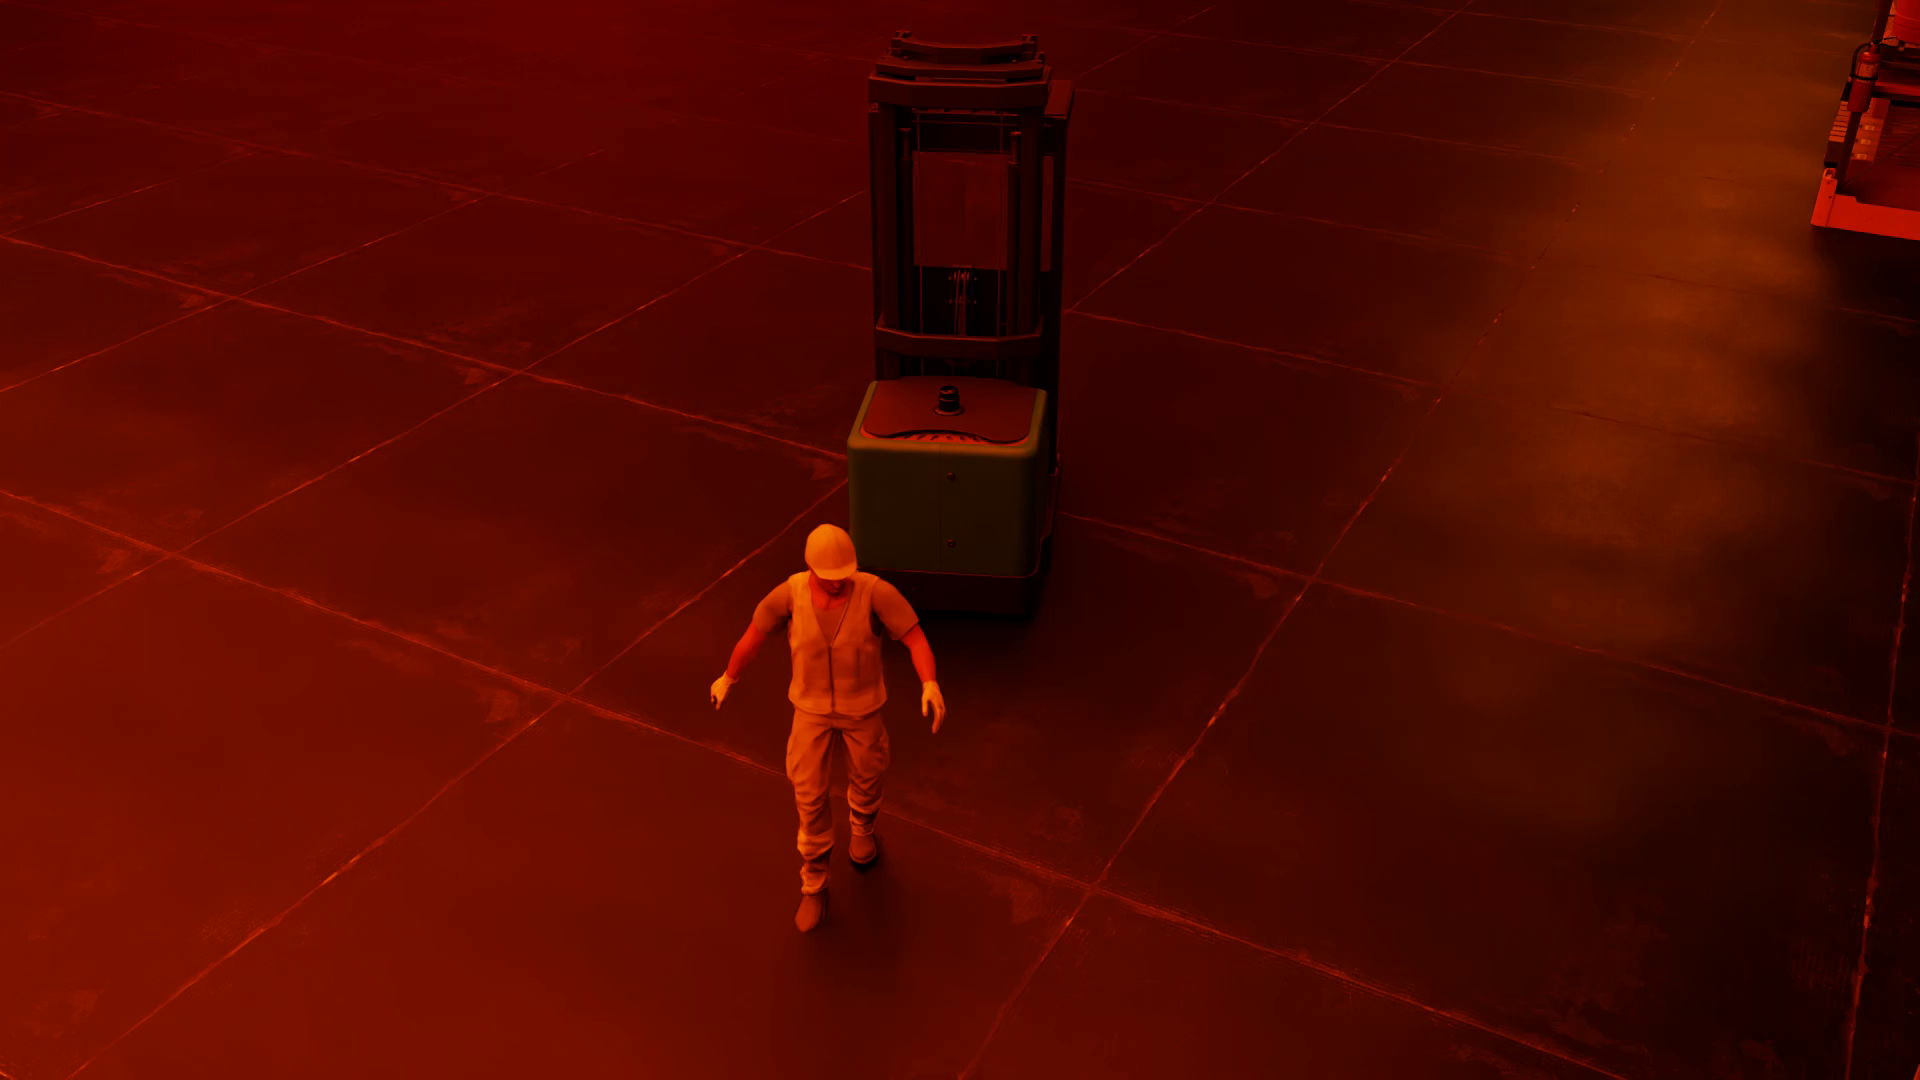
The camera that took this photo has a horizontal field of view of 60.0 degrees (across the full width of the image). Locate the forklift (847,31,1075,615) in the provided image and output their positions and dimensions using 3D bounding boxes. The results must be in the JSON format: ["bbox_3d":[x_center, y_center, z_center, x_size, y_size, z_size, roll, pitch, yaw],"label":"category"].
[{"bbox_3d":[0.072,-1.572,9.794,1.130,2.935,3.031,3,30,6],"label":"forklift"}]

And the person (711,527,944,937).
[{"bbox_3d":[-0.565,0.756,6.956,1.011,1.767,0.732,0,30,1],"label":"person"}]
